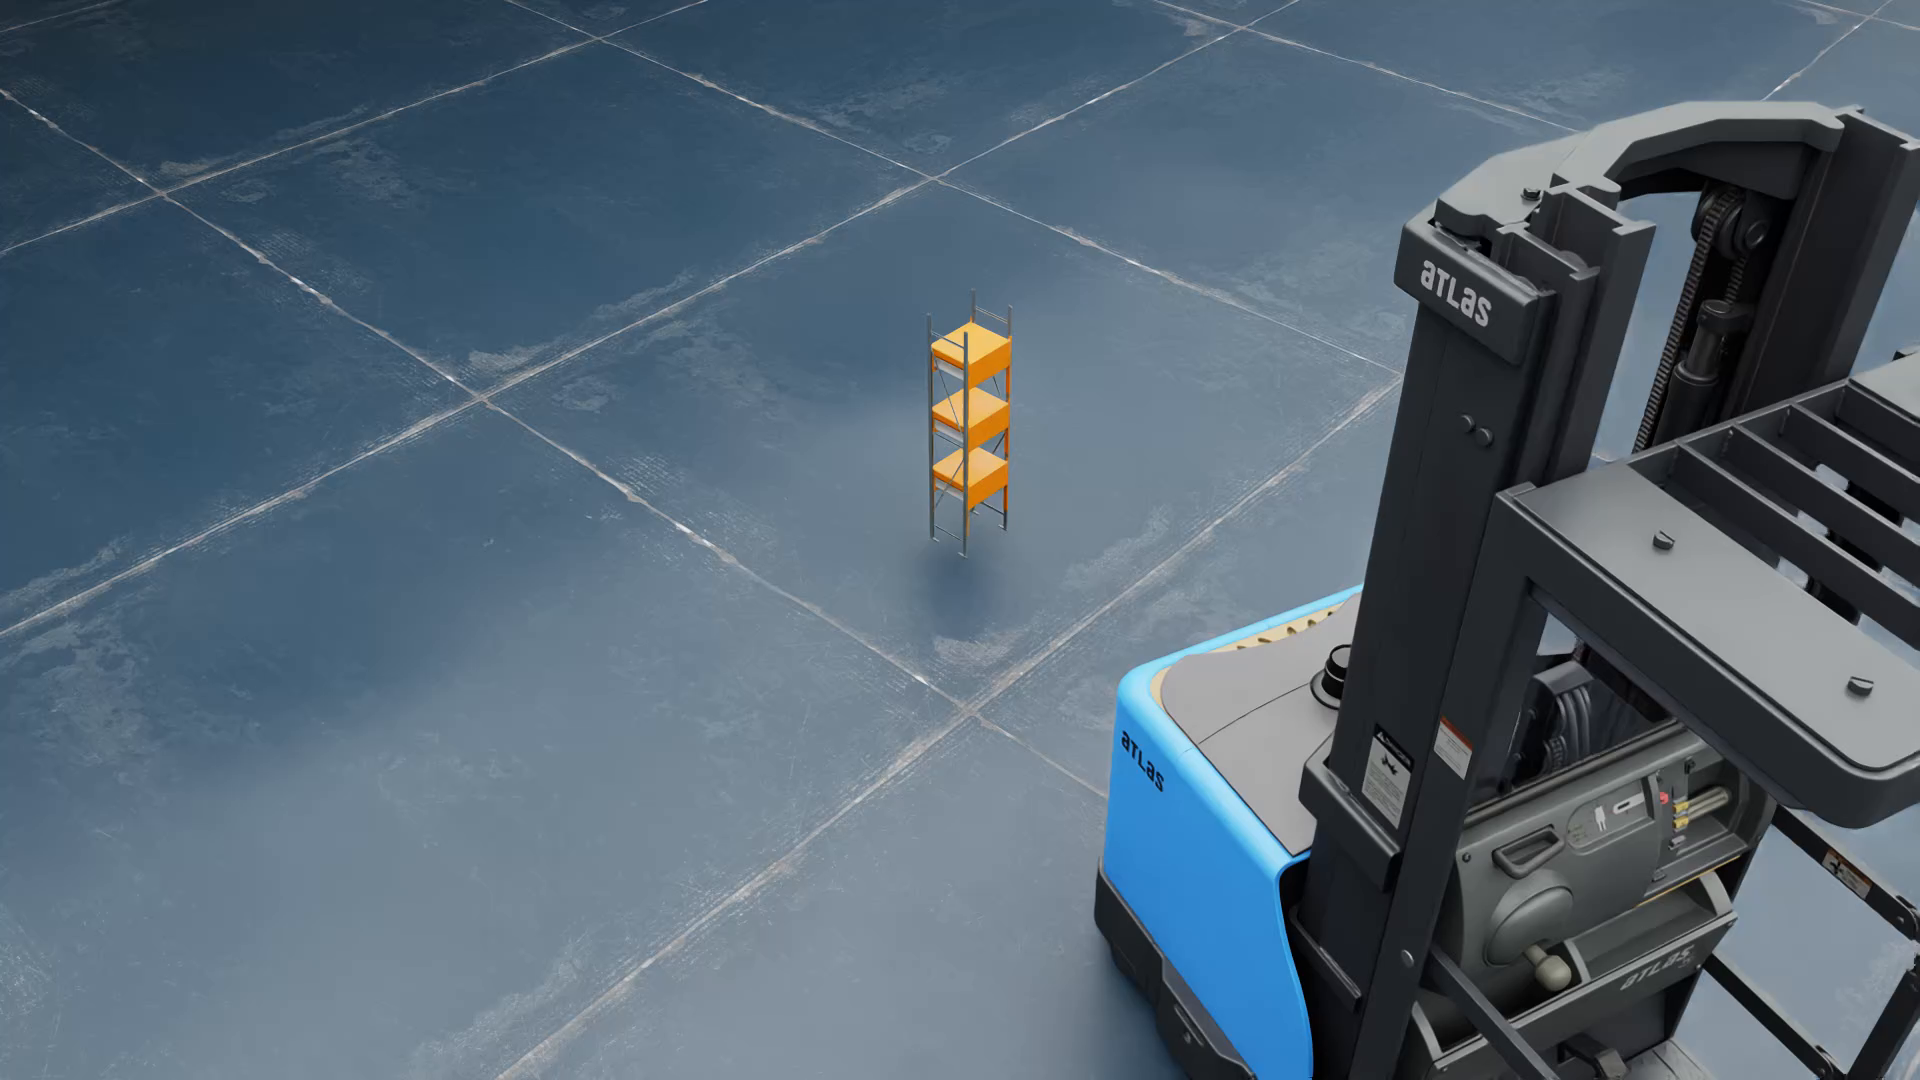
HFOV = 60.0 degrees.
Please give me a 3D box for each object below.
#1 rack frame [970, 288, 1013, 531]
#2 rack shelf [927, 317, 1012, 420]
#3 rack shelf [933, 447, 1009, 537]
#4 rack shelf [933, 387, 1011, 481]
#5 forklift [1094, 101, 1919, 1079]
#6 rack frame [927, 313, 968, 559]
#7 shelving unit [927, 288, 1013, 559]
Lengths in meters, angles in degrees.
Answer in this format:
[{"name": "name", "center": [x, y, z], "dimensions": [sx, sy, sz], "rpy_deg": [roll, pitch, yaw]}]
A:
[{"name": "rack frame", "center": [0.118, -0.492, 6.525], "dimensions": [0.200, 1.050, 0.008], "rpy_deg": [30, 47, 32]}, {"name": "rack shelf", "center": [0.036, -0.649, 6.284], "dimensions": [0.215, 0.259, 0.240], "rpy_deg": [30, 47, 32]}, {"name": "rack shelf", "center": [0.036, -0.210, 6.634], "dimensions": [0.215, 0.259, 0.240], "rpy_deg": [30, 47, 32]}, {"name": "rack shelf", "center": [0.036, -0.427, 6.461], "dimensions": [0.215, 0.259, 0.240], "rpy_deg": [30, 47, 32]}, {"name": "forklift", "center": [1.539, 0.738, 3.467], "dimensions": [1.130, 2.935, 3.031], "rpy_deg": [-18, 42, -21]}, {"name": "rack frame", "center": [-0.046, -0.379, 6.384], "dimensions": [0.200, 1.050, 0.008], "rpy_deg": [30, 47, 32]}, {"name": "shelving unit", "center": [0.036, -0.436, 6.454], "dimensions": [0.215, 1.050, 0.252], "rpy_deg": [30, 47, 32]}]
